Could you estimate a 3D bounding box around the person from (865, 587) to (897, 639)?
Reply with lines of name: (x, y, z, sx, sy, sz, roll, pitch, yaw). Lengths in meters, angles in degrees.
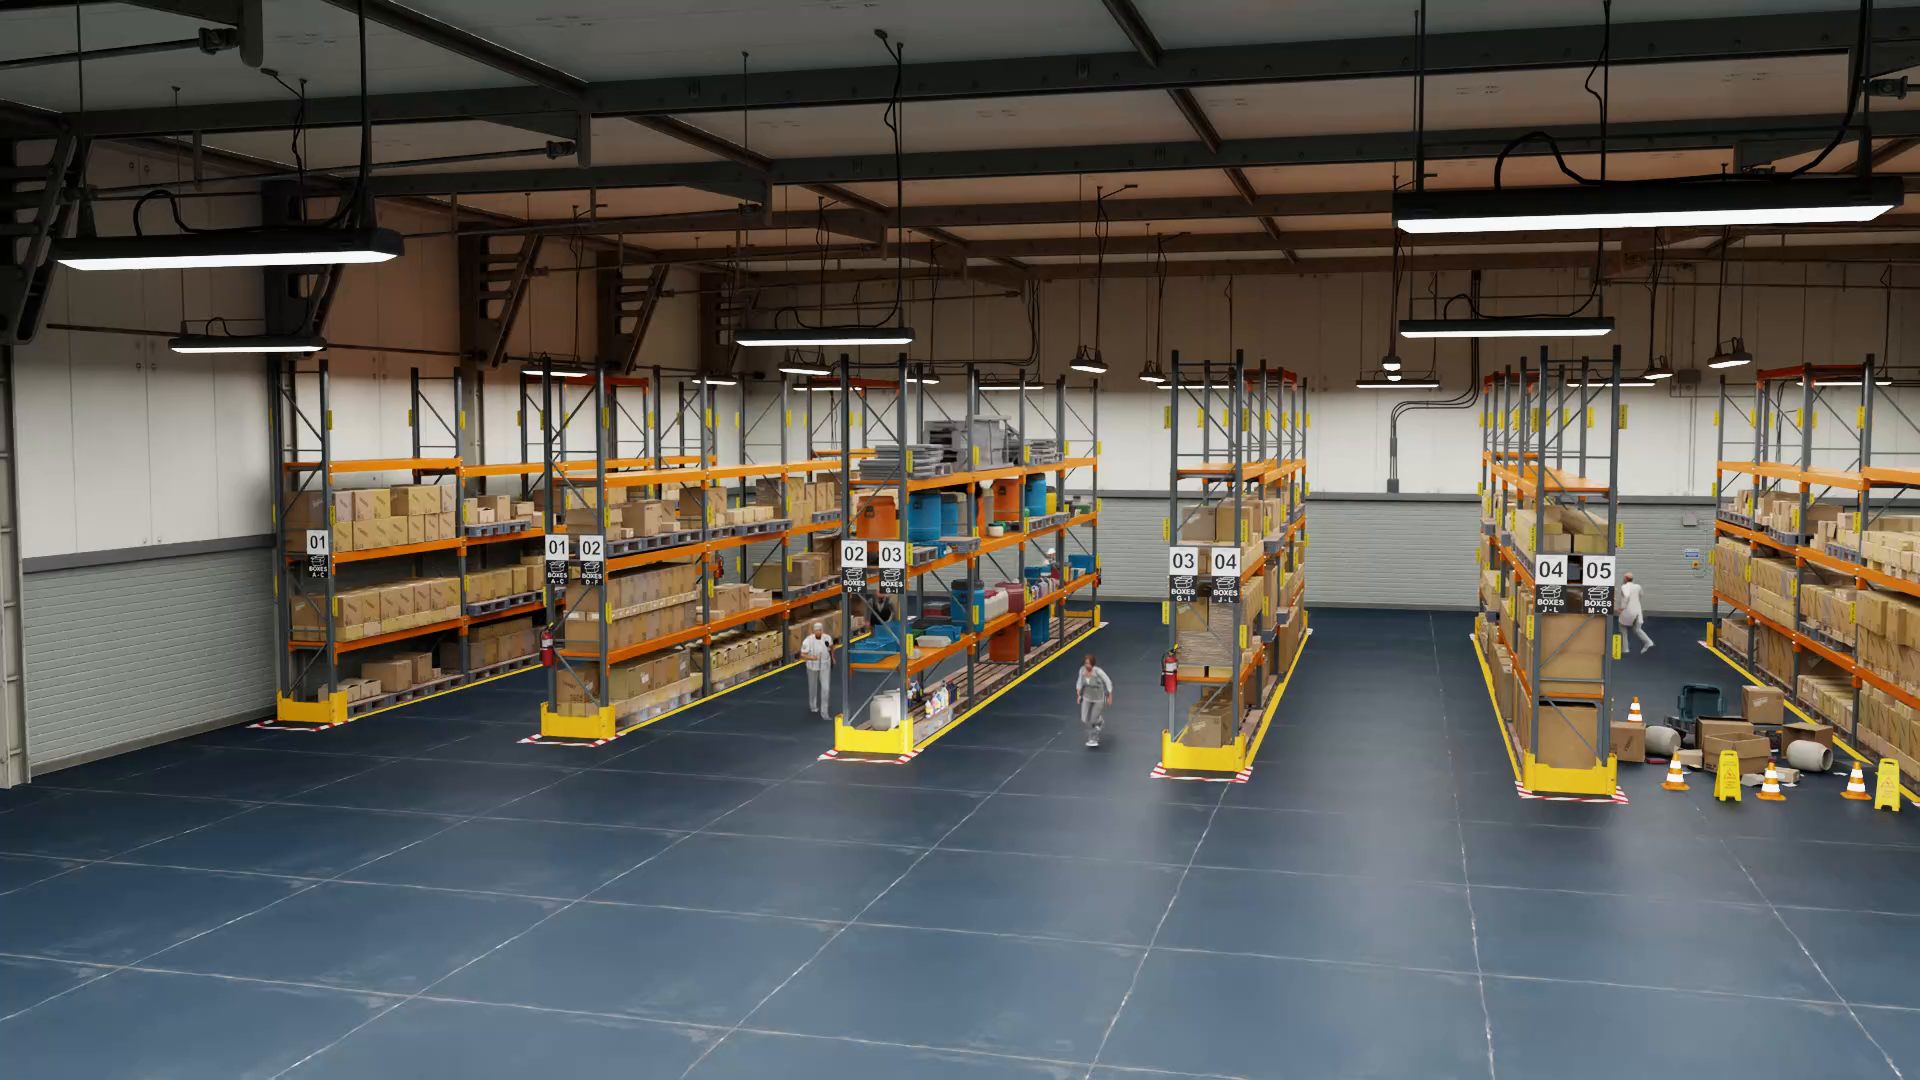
person: (-1.604, 1.758, 33.707, 0.655, 1.660, 0.655, 0, 4, -1)

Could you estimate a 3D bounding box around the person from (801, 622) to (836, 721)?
person: (-2.392, 2.176, 28.056, 0.603, 1.644, 0.943, -1, 4, -9)

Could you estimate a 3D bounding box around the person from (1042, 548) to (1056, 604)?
person: (2.294, 1.084, 41.806, 0.957, 1.753, 0.685, 3, 5, 40)

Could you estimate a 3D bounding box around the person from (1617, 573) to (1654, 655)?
person: (14.399, 1.582, 35.460, 0.688, 1.747, 0.993, -2, 4, -21)

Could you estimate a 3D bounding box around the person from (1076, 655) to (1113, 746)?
person: (2.067, 2.460, 25.415, 0.559, 1.412, 0.701, 2, 5, 28)
